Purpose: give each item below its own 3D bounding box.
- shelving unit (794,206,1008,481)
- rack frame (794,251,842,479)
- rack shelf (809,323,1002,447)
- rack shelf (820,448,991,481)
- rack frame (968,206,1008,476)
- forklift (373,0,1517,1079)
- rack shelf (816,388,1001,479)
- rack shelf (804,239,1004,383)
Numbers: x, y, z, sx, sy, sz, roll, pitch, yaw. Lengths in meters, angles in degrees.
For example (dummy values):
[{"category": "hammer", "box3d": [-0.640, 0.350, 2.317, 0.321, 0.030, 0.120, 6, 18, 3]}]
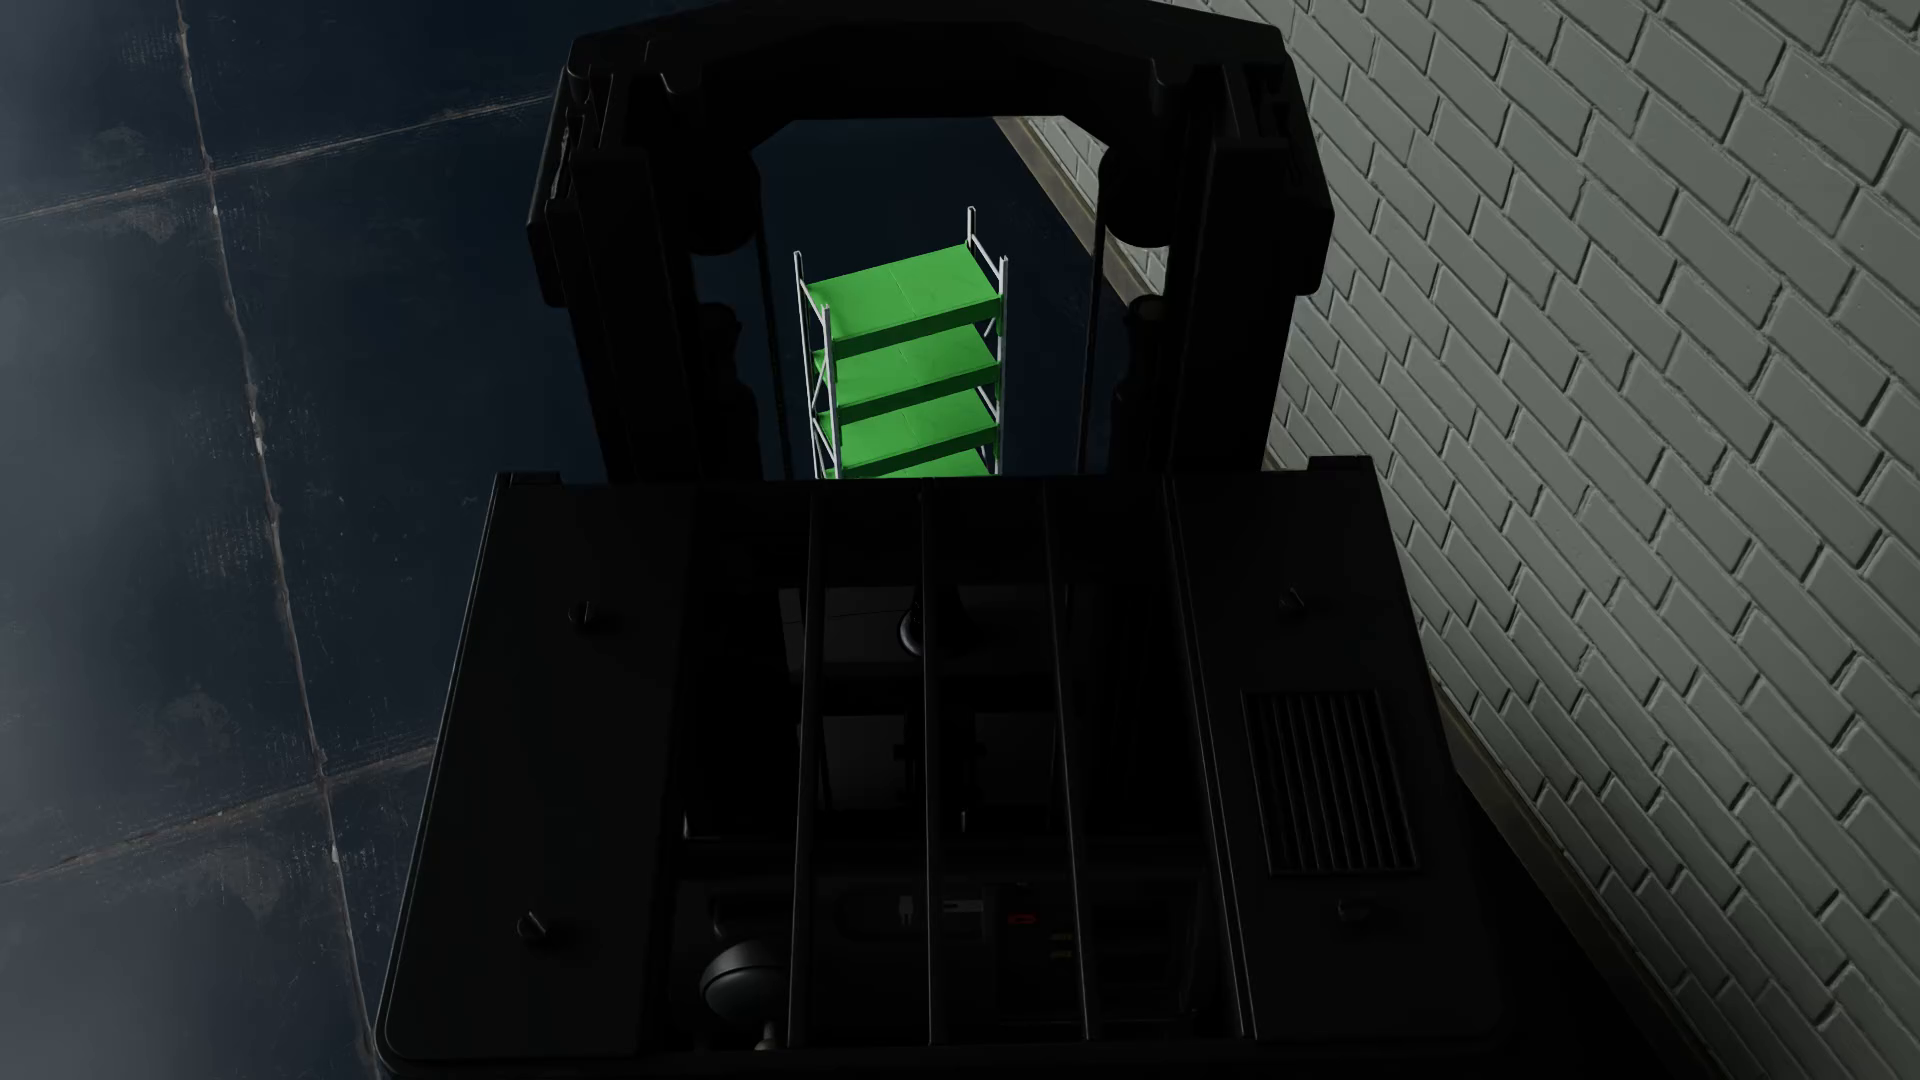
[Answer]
[{"category": "shelving unit", "box3d": [-0.153, -0.343, 4.754, 0.503, 1.200, 0.258, -17, 52, -14]}, {"category": "rack frame", "box3d": [-0.379, -0.273, 4.694, 0.015, 1.200, 0.240, -17, 52, -14]}, {"category": "rack shelf", "box3d": [-0.153, -0.458, 4.620, 0.480, 0.148, 0.258, -17, 52, -14]}, {"category": "rack shelf", "box3d": [-0.153, -0.145, 4.985, 0.480, 0.148, 0.258, -17, 52, -14]}, {"category": "rack frame", "box3d": [0.073, -0.413, 4.814, 0.015, 1.200, 0.240, -17, 52, -14]}, {"category": "forklift", "box3d": [-0.022, 0.807, 2.625, 1.130, 2.935, 3.031, -1, 49, -1]}, {"category": "rack shelf", "box3d": [-0.153, -0.302, 4.803, 0.480, 0.148, 0.258, -17, 52, -14]}, {"category": "rack shelf", "box3d": [-0.153, -0.615, 4.438, 0.480, 0.148, 0.258, -17, 52, -14]}]
